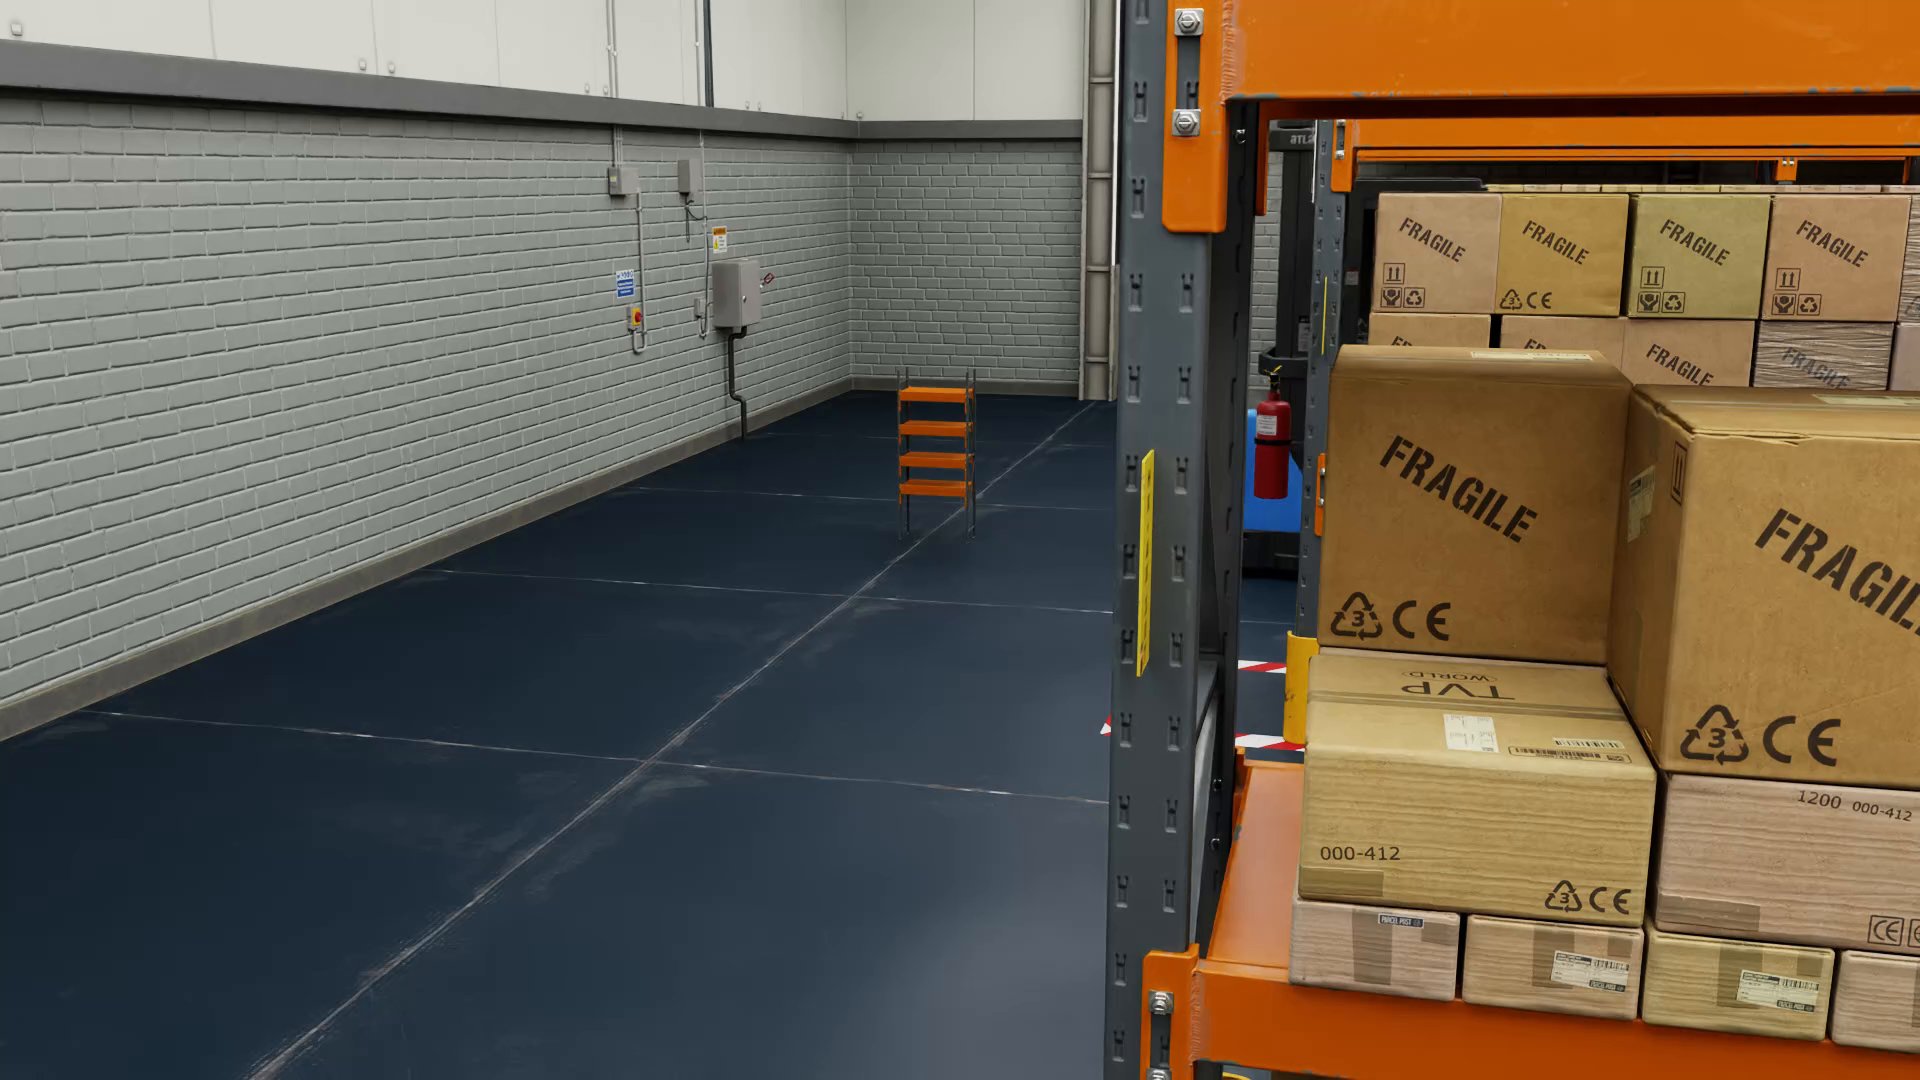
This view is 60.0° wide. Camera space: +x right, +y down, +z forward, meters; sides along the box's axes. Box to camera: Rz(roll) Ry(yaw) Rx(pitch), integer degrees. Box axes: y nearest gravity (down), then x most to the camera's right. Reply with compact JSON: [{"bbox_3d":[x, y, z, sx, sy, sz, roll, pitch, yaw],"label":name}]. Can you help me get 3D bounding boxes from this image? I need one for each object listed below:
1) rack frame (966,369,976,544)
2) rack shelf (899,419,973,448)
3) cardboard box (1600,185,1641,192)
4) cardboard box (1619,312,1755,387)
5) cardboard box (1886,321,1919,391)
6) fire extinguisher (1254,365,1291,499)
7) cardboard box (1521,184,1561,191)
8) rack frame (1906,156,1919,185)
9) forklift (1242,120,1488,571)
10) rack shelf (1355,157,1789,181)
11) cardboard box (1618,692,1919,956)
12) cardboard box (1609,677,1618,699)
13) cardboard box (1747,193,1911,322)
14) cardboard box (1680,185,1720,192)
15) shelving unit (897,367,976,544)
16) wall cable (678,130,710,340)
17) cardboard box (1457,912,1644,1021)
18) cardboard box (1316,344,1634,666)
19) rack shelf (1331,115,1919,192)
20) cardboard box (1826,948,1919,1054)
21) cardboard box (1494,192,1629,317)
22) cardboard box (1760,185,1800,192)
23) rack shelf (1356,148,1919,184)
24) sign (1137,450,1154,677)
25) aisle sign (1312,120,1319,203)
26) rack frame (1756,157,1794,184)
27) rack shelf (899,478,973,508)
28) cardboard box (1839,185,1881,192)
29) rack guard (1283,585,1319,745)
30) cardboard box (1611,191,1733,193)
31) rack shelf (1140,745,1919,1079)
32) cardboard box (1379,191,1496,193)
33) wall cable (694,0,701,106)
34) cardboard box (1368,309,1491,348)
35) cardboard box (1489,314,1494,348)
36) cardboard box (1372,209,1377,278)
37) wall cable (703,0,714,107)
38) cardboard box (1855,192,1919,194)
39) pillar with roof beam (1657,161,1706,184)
[{"bbox_3d":[0.076,-0.582,11.585,0.015,1.200,0.240,3,13,14],"label":"rack frame"},{"bbox_3d":[-0.161,-0.747,11.609,0.480,0.148,0.258,3,13,14],"label":"rack shelf"},{"bbox_3d":[4.563,-2.392,11.553,0.250,0.149,0.380,3,13,12],"label":"cardboard box"},{"bbox_3d":[3.069,-0.720,7.138,0.500,0.500,0.500,3,13,14],"label":"cardboard box"},{"bbox_3d":[4.061,-0.664,6.882,0.500,0.500,0.500,3,13,13],"label":"cardboard box"},{"bbox_3d":[1.567,-0.549,8.320,0.183,0.674,0.296,3,13,14],"label":"fire extinguisher"},{"bbox_3d":[4.091,-2.433,11.737,0.250,0.149,0.380,3,13,14],"label":"cardboard box"},{"bbox_3d":[6.672,-1.497,11.555,0.127,3.000,1.000,3,13,14],"label":"rack frame"},{"bbox_3d":[2.771,-1.248,10.592,3.031,2.935,1.130,4,13,17],"label":"forklift"},{"bbox_3d":[5.916,-3.758,16.481,4.000,0.370,1.077,3,13,14],"label":"rack shelf"},{"bbox_3d":[1.322,0.415,2.598,0.500,0.250,0.500,3,13,13],"label":"cardboard box"},{"bbox_3d":[1.441,0.303,3.101,0.500,0.250,0.500,3,13,13],"label":"cardboard box"},{"bbox_3d":[3.560,-1.179,6.897,0.500,0.500,0.500,3,13,12],"label":"cardboard box"},{"bbox_3d":[5.071,-2.379,11.495,0.250,0.149,0.380,3,13,12],"label":"cardboard box"},{"bbox_3d":[-0.161,-0.594,11.643,0.503,1.200,0.258,3,13,14],"label":"shelving unit"},{"bbox_3d":[-2.363,-2.787,15.024,0.122,1.984,0.588,3,13,14],"label":"wall cable"},{"bbox_3d":[0.930,0.603,2.670,0.250,0.149,0.380,3,13,13],"label":"cardboard box"},{"bbox_3d":[0.951,-0.089,3.136,0.500,0.500,0.500,3,13,14],"label":"cardboard box"},{"bbox_3d":[3.643,-1.668,7.060,4.000,0.370,1.077,3,13,14],"label":"rack shelf"},{"bbox_3d":[1.432,0.630,2.551,0.250,0.149,0.380,3,13,13],"label":"cardboard box"},{"bbox_3d":[2.565,-1.236,7.155,0.500,0.500,0.500,3,13,15],"label":"cardboard box"},{"bbox_3d":[5.577,-2.360,11.410,0.250,0.149,0.380,3,13,13],"label":"cardboard box"},{"bbox_3d":[4.731,-2.714,11.776,4.000,0.370,1.077,3,13,14],"label":"rack shelf"},{"bbox_3d":[0.276,0.035,2.471,0.005,0.325,0.100,3,13,14],"label":"sign"},{"bbox_3d":[1.558,-1.868,7.226,0.004,0.787,0.394,3,13,14],"label":"aisle sign"},{"bbox_3d":[7.858,-2.541,16.261,0.127,3.000,1.000,3,13,14],"label":"rack frame"},{"bbox_3d":[-0.161,-0.335,11.700,0.480,0.148,0.258,3,13,14],"label":"rack shelf"},{"bbox_3d":[6.067,-2.336,11.301,0.250,0.149,0.380,3,13,15],"label":"cardboard box"},{"bbox_3d":[1.775,0.566,8.028,0.348,0.500,1.175,3,13,14],"label":"rack guard"},{"bbox_3d":[3.204,-1.318,7.521,0.500,0.500,0.500,4,13,16],"label":"cardboard box"},{"bbox_3d":[2.356,0.835,2.708,4.000,0.370,1.077,3,13,14],"label":"rack shelf"},{"bbox_3d":[2.205,-1.369,7.753,0.500,0.500,0.500,3,13,12],"label":"cardboard box"},{"bbox_3d":[-2.618,-5.027,13.617,0.029,3.000,2.355,3,13,14],"label":"wall cable"},{"bbox_3d":[2.071,-0.771,7.365,0.500,0.500,0.500,4,13,16],"label":"cardboard box"},{"bbox_3d":[2.698,-0.855,7.746,0.500,0.500,0.500,3,13,13],"label":"cardboard box"},{"bbox_3d":[3.187,-2.157,11.989,0.500,0.500,0.500,3,13,12],"label":"cardboard box"},{"bbox_3d":[-1.914,-5.629,16.244,0.133,3.039,2.988,3,13,14],"label":"wall cable"},{"bbox_3d":[4.216,-1.264,7.279,0.500,0.500,0.500,3,13,14],"label":"cardboard box"},{"bbox_3d":[6.367,-4.790,12.548,0.400,9.000,9.100,3,13,14],"label":"pillar with roof beam"}]
